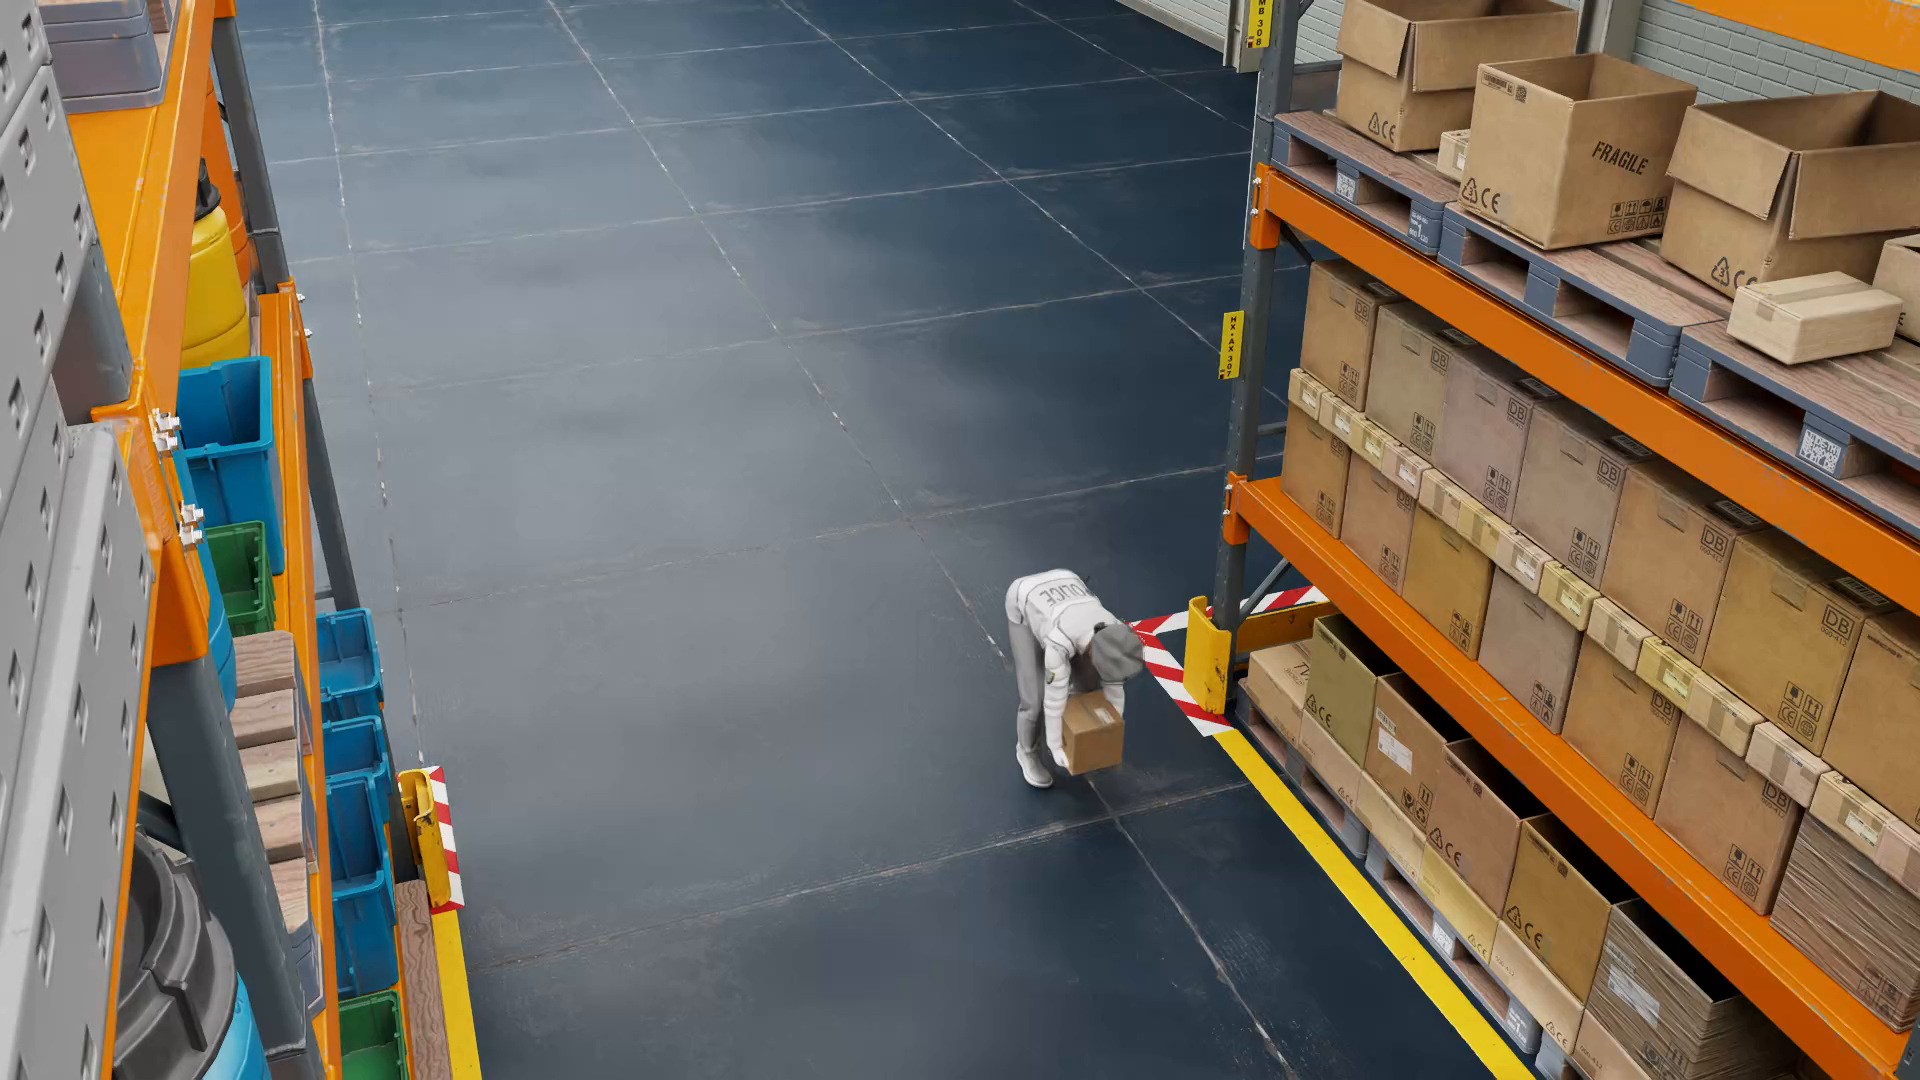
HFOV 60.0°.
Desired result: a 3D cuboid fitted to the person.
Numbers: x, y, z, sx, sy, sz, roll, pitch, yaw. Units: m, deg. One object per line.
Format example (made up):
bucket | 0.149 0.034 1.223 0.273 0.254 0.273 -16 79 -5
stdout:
person | 0.528 0.703 7.680 0.408 1.108 0.926 -13 32 -21
